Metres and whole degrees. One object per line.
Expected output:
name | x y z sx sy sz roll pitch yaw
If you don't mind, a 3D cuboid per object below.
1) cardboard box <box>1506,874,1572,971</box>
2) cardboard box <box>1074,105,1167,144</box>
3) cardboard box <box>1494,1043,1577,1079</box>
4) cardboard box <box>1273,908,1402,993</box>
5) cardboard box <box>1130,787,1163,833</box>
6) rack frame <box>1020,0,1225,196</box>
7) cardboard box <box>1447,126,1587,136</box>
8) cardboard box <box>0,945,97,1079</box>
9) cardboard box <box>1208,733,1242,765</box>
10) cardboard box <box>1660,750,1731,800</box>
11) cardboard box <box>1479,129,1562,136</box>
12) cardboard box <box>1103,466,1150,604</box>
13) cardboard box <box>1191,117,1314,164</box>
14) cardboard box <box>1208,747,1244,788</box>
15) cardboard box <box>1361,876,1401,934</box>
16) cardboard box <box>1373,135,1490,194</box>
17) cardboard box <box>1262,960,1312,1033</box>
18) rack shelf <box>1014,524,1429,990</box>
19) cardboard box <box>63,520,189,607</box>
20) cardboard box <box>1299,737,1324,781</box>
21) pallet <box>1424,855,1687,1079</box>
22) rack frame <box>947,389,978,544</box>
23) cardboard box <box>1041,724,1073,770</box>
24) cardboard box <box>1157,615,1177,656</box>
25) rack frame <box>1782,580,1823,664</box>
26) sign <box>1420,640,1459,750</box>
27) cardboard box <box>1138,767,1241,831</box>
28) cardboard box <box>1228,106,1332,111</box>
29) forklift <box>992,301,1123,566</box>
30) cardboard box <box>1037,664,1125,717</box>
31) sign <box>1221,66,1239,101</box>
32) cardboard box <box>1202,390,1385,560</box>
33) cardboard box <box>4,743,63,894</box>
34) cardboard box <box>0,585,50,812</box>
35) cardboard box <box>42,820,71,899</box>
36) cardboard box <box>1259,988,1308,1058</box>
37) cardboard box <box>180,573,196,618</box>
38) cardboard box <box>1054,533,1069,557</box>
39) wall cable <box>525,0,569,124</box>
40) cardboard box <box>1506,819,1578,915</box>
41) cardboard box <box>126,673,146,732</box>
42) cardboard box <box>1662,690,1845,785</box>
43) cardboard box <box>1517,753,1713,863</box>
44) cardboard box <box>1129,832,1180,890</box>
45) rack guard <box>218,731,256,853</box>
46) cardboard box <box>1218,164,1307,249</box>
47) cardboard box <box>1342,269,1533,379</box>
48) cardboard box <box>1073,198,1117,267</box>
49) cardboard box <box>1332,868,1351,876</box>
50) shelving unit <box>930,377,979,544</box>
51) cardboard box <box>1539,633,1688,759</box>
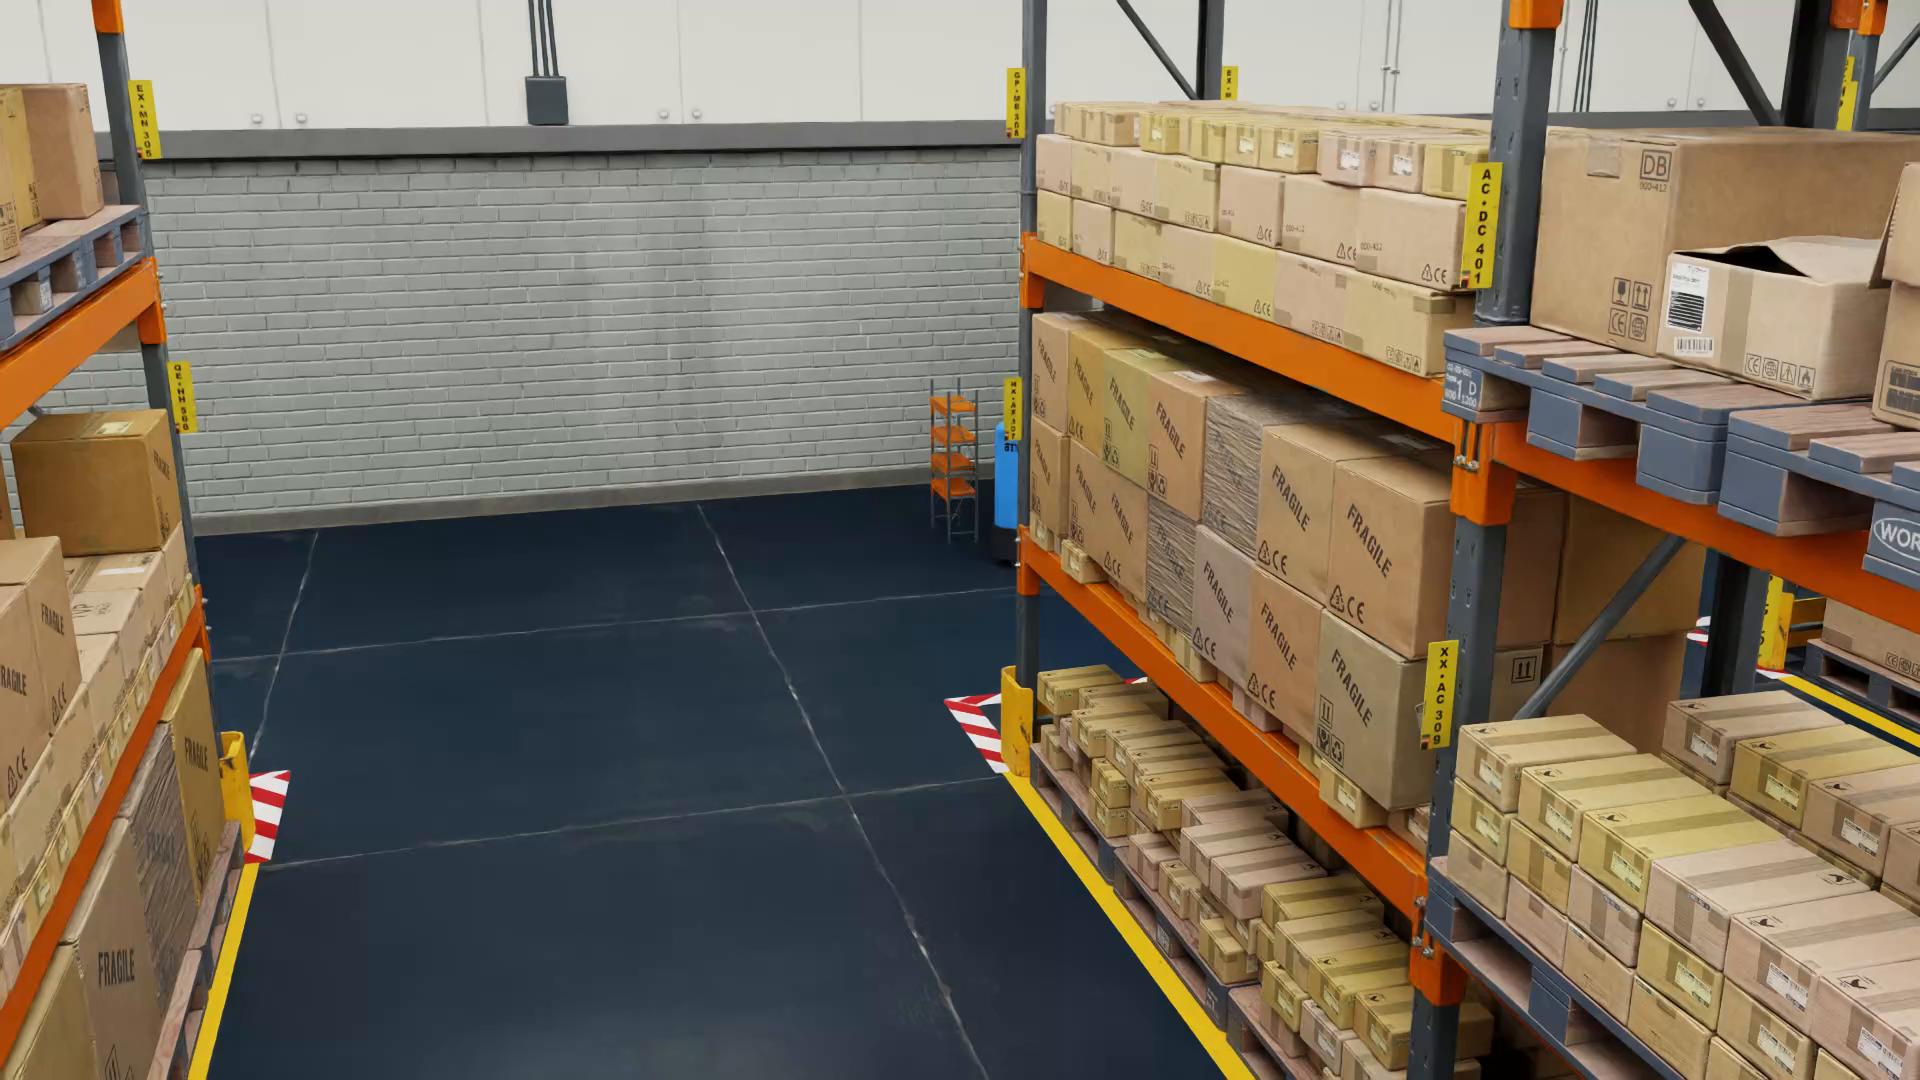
cardboard box | 1.641 0.954 4.269 0.380 0.149 0.250 -4 17 -14
cardboard box | 0.722 -1.828 7.308 0.380 0.149 0.250 -5 17 -15
cardboard box | 2.102 1.851 5.800 0.380 0.149 0.250 -5 18 -18
cardboard box | 1.362 1.479 6.006 0.380 0.149 0.250 -5 17 -16
cardboard box | 0.995 1.180 7.518 0.380 0.149 0.250 -6 18 -18
rack frame | 0.794 -3.166 7.851 1.000 3.000 0.127 -5 17 -15
cardboard box | 1.853 -1.300 5.550 0.380 0.149 0.250 -5 17 -17
cardboard box | -3.008 1.805 4.692 0.875 0.875 0.875 -5 17 -15
cardboard box | 1.401 0.925 7.851 0.380 0.149 0.250 -5 18 -17
cardboard box | 2.193 0.684 4.649 0.380 0.149 0.250 -4 17 -14
cardboard box | 1.880 -1.224 5.298 0.380 0.149 0.250 -5 17 -16
cardboard box | 0.946 -0.055 7.230 0.500 0.500 0.500 -4 17 -15
cardboard box | 1.075 -1.471 6.119 0.380 0.149 0.250 -5 17 -16
cardboard box | 1.333 1.078 7.857 0.380 0.149 0.250 -5 17 -16
cardboard box | 1.769 1.364 6.390 0.380 0.149 0.250 -5 17 -17
cardboard box | 1.462 -1.119 4.948 0.380 0.149 0.250 -4 17 -14
cardboard box | 1.324 1.626 6.032 0.380 0.149 0.250 -5 18 -17
rack shelf | 1.344 0.605 6.976 1.077 0.370 4.000 -5 17 -15
cardboard box | -3.614 0.113 7.104 0.500 0.250 0.500 -5 17 -16
cardboard box | 1.398 0.732 5.738 0.380 0.149 0.250 -4 17 -13
pallet | 1.964 1.128 4.316 1.003 0.211 1.213 -5 17 -15
rack frame | 0.022 -0.553 12.707 0.240 1.200 0.015 -5 17 -15
cardboard box | 0.630 1.041 8.497 0.380 0.149 0.250 -4 17 -14
cardboard box | 1.046 0.370 6.942 0.380 0.149 0.250 -4 17 -13
rack frame | 5.526 -0.712 10.110 1.000 3.000 0.127 -5 17 -15
sign | 1.374 0.444 4.756 0.100 0.325 0.005 -5 17 -15
cardboard box | 0.992 1.120 7.199 0.380 0.149 0.250 -4 17 -14
cardboard box | 1.390 -1.808 7.242 0.380 0.149 0.250 -4 17 -14
forklift | 1.796 -1.159 11.714 3.031 2.935 1.130 8 18 24
cardboard box | 0.612 0.758 8.406 0.380 0.149 0.250 -6 18 -18
sign | 1.333 -2.192 8.283 0.100 0.325 0.005 -5 17 -15
cardboard box | 1.230 -0.250 6.141 0.500 0.500 0.500 -4 17 -14
cardboard box | -2.912 0.818 4.758 0.500 0.250 0.500 -5 17 -16
cardboard box | -2.917 0.458 4.653 0.500 0.500 0.500 -5 17 -15
cardboard box | -2.884 0.972 4.940 0.380 0.149 0.250 -5 17 -17
cardboard box | 1.333 1.750 6.139 0.380 0.149 0.250 -5 18 -17
cardboard box | -3.588 0.264 7.296 0.380 0.149 0.250 -4 17 -14
cardboard box | 0.678 0.010 8.142 0.380 0.149 0.250 -4 17 -13
wall cable | -2.242 -6.179 12.290 2.277 5.999 0.120 -5 17 -15
cardboard box | 1.633 0.807 4.242 0.380 0.149 0.250 -5 17 -16
cardboard box | -3.234 0.618 6.118 0.380 0.149 0.250 -5 17 -15
cardboard box | 2.192 0.543 4.602 0.380 0.149 0.250 -4 17 -13
cardboard box | 1.642 0.670 4.182 0.380 0.149 0.250 -4 17 -14
cardboard box | 0.967 1.394 7.324 0.380 0.149 0.250 -6 18 -18
rack guard | -4.009 1.262 7.883 1.175 0.500 0.348 -5 17 -15
cardboard box | 1.243 -1.187 5.868 0.500 0.250 0.500 -4 17 -13
cardboard box | 1.499 -0.666 5.001 0.500 0.250 0.500 -4 17 -14
cardboard box | 0.812 -1.368 7.337 0.500 0.250 0.500 -4 17 -13
cardboard box | 1.720 1.429 6.689 0.380 0.149 0.250 -4 17 -13
shelving unit | -0.045 -0.620 12.932 0.258 1.200 0.503 -5 17 -15
cardboard box | 2.000 0.466 5.496 0.500 0.500 0.500 -5 17 -16
